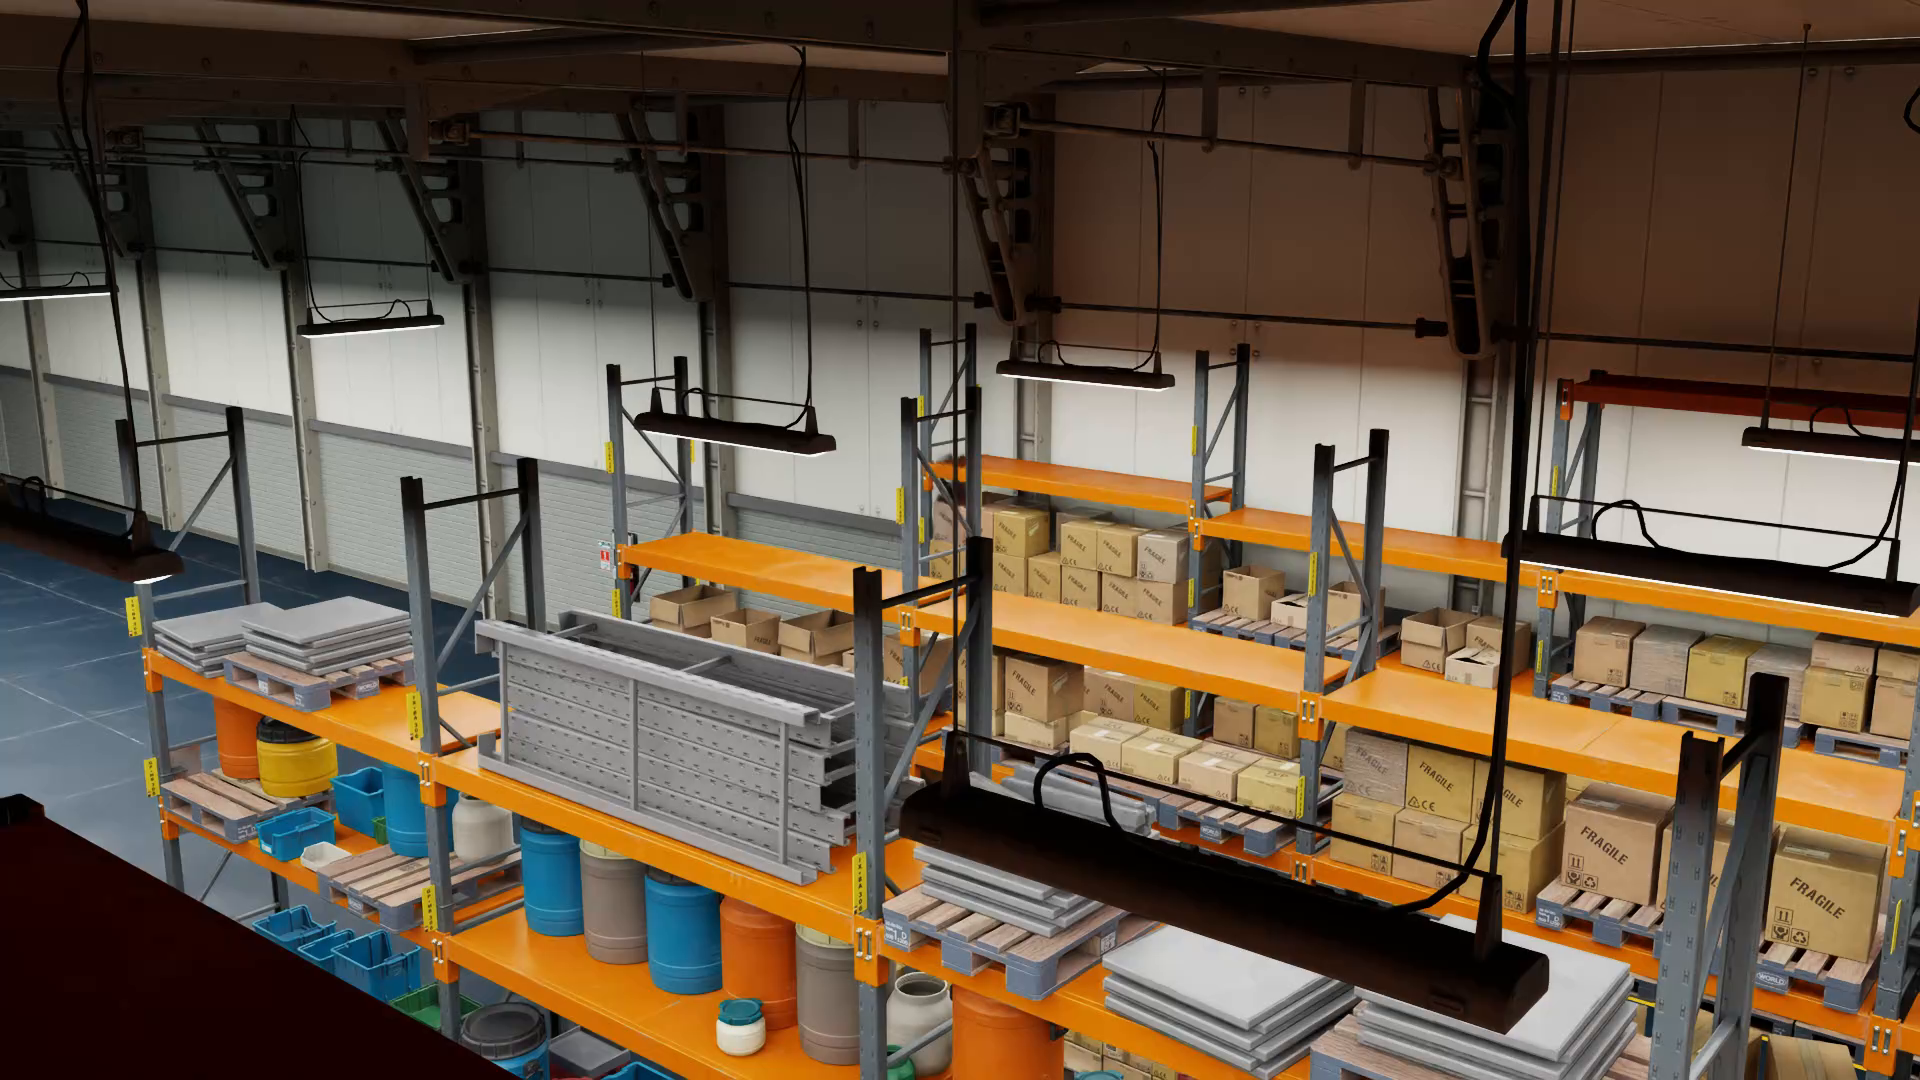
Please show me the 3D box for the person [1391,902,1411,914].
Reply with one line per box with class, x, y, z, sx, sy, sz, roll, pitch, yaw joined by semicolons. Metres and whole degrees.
person;3.902;3.918;14.836;0.656;1.765;0.391;7;14;27
